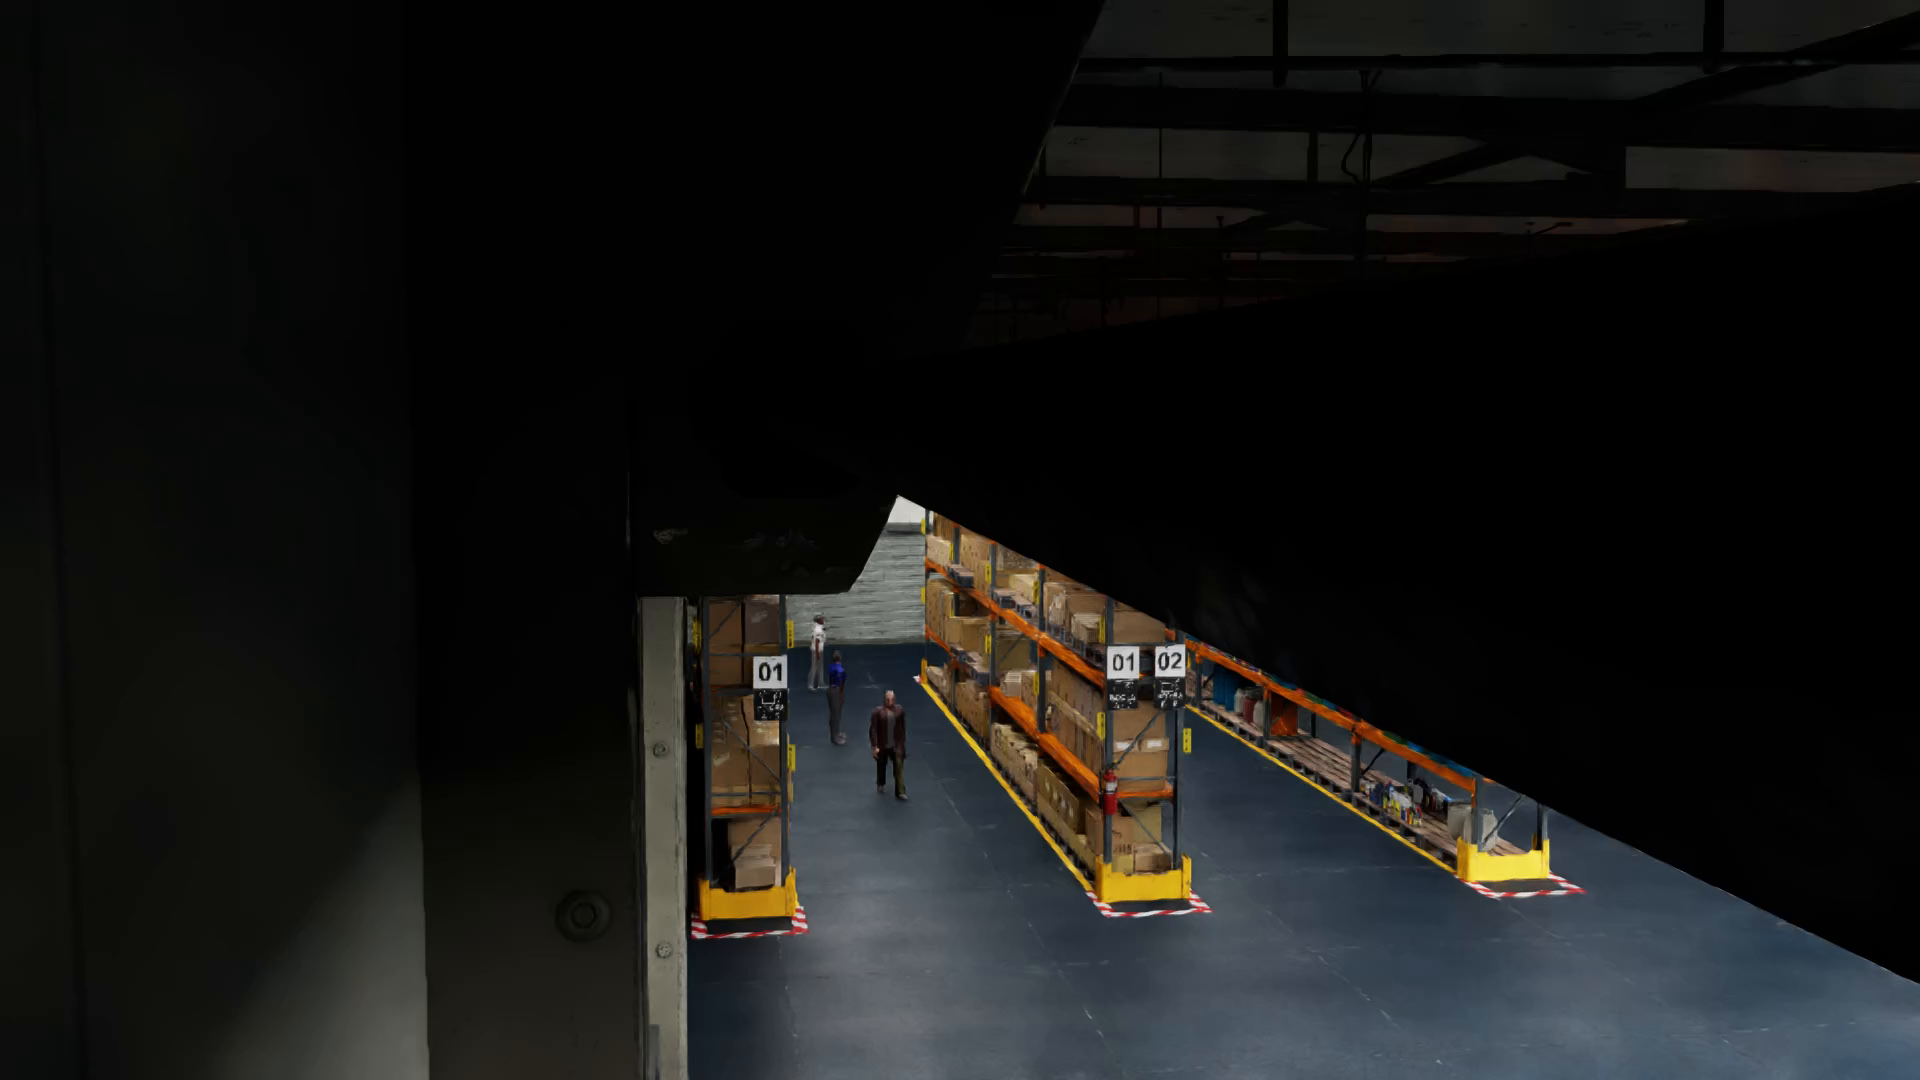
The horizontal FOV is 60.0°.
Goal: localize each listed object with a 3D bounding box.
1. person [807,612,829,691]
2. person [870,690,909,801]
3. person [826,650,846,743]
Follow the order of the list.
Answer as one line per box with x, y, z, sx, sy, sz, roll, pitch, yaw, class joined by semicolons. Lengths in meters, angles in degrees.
-3.037;2.371;35.530;0.490;1.666;0.580;0;5;-3;person
-1.113;3.250;26.008;0.601;1.456;1.127;-1;5;-11;person
-2.221;2.828;30.298;0.443;1.650;0.545;-3;6;-32;person
